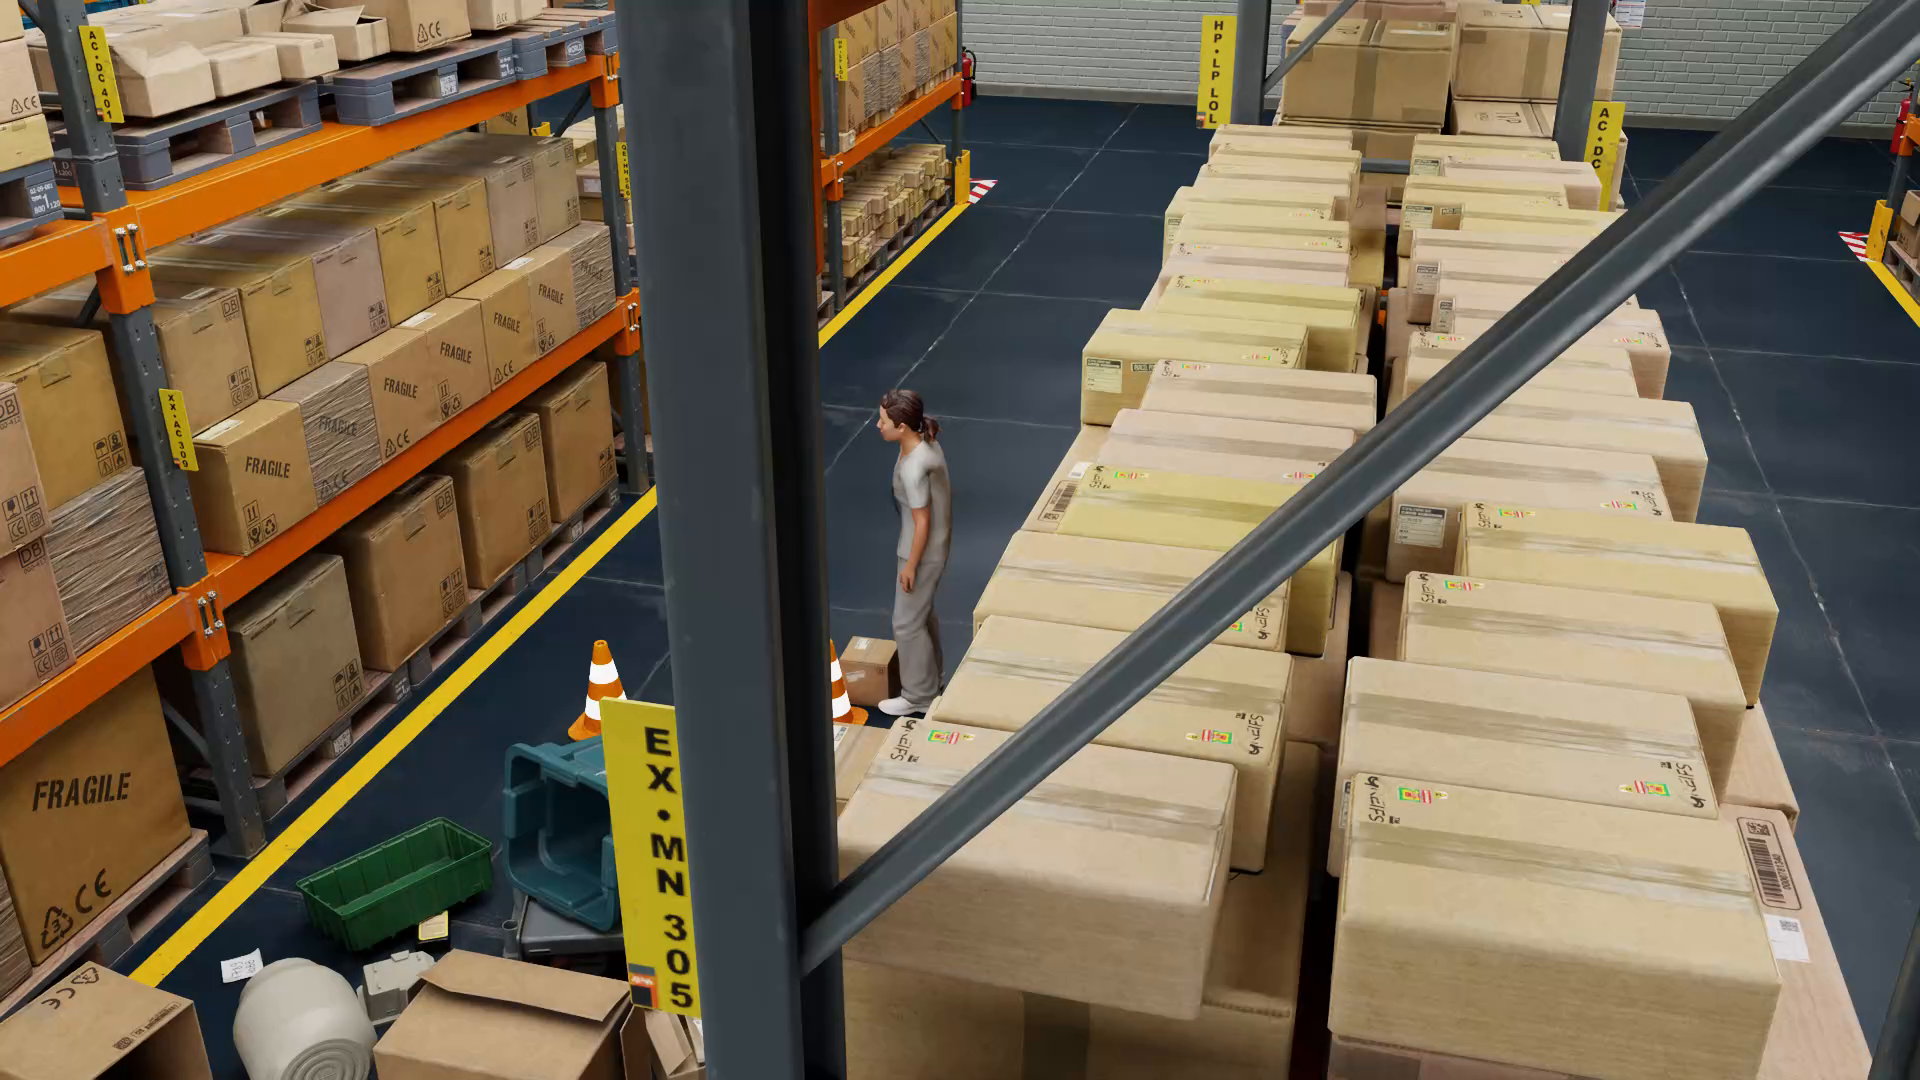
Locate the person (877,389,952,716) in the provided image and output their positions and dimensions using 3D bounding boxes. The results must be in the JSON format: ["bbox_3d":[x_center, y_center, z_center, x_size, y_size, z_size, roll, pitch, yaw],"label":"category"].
[{"bbox_3d":[-0.219,0.058,8.006,0.365,1.658,0.514,1,25,2],"label":"person"}]
